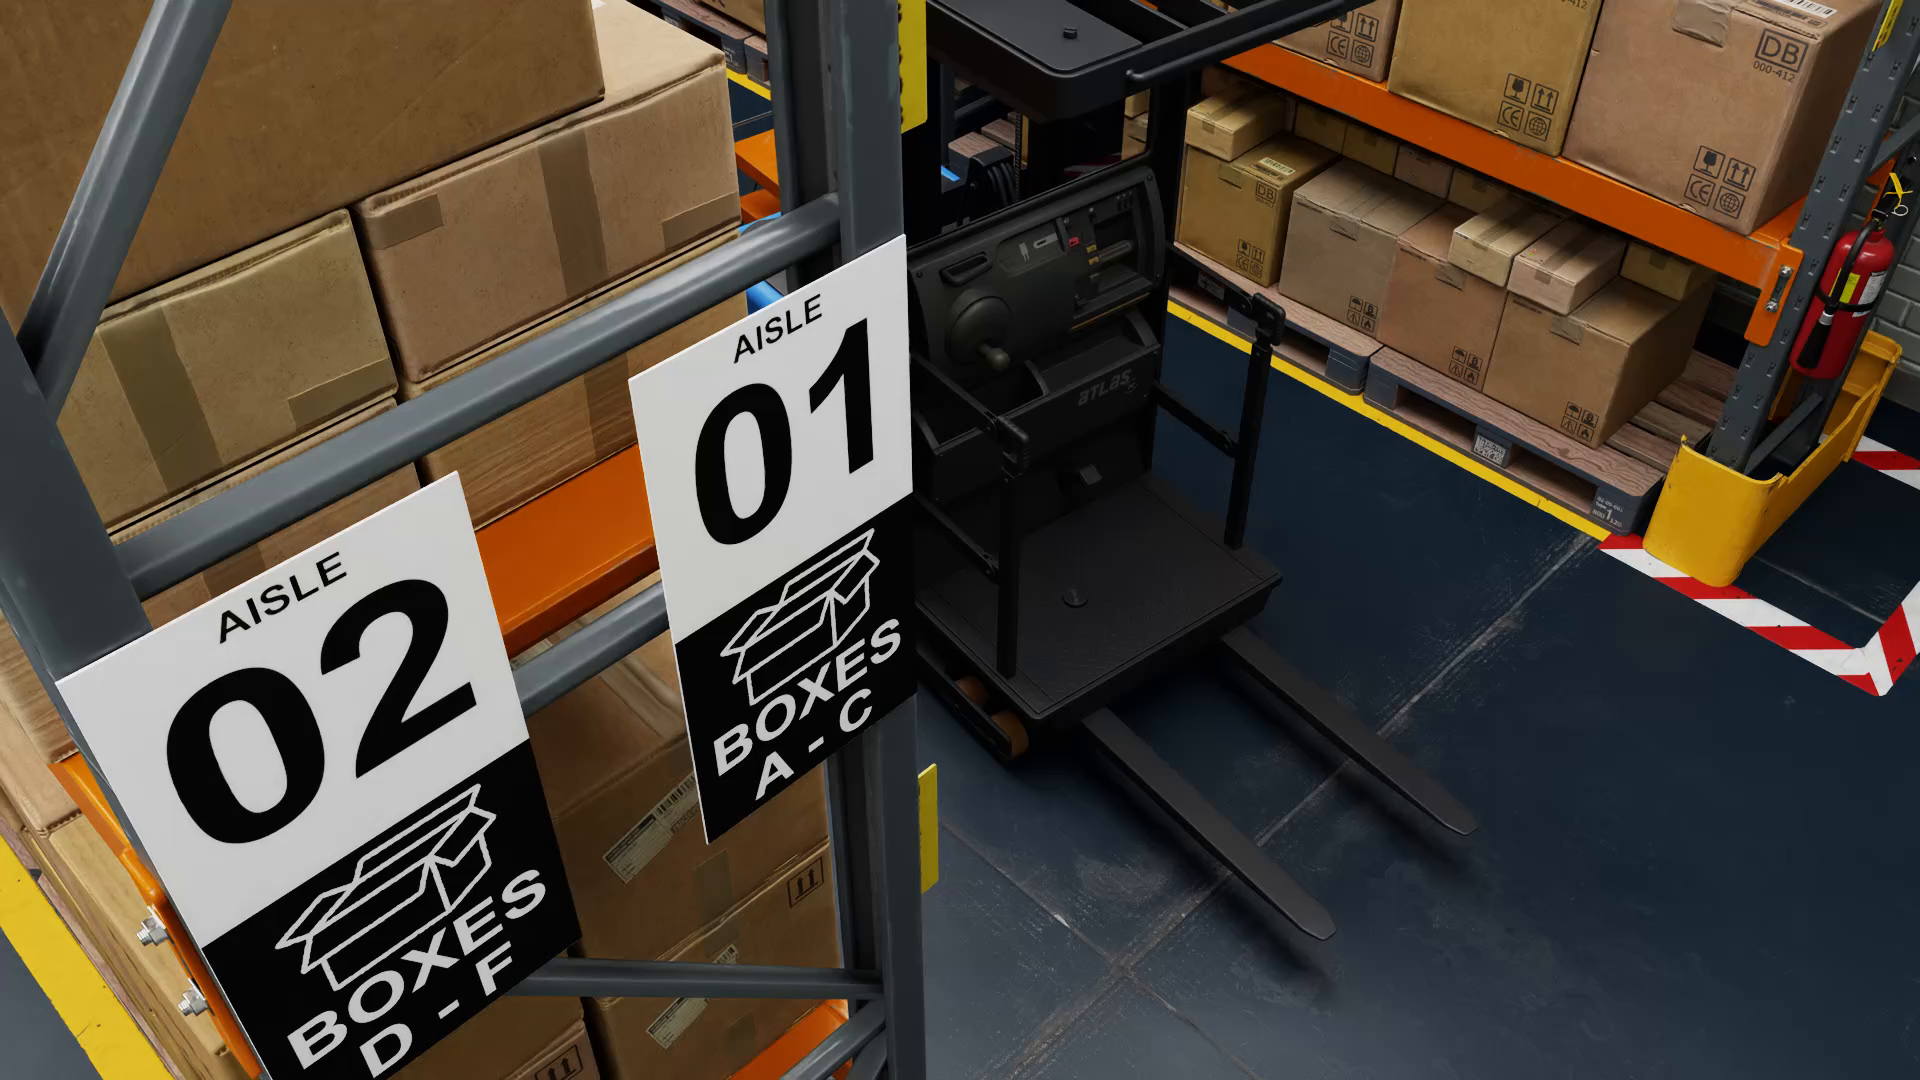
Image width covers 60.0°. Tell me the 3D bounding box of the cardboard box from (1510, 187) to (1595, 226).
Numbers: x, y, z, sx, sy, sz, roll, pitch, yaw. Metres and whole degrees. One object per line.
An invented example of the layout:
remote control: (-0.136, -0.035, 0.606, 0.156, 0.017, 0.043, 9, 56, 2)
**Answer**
cardboard box: (2.351, -1.325, 6.528, 0.380, 0.149, 0.250, -34, 52, -31)

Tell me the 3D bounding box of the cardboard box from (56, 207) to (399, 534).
cardboard box: (-1.003, -0.263, 1.856, 0.500, 0.250, 0.500, -34, 53, -31)

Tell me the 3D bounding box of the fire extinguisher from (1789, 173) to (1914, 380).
fire extinguisher: (2.825, -0.825, 5.264, 0.296, 0.674, 0.183, -34, 53, -31)

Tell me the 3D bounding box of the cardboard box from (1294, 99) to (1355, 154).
cardboard box: (1.635, -1.812, 7.056, 0.250, 0.149, 0.380, 33, 52, 31)

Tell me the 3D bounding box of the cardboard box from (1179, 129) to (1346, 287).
cardboard box: (1.389, -1.543, 7.242, 0.700, 0.500, 0.500, -33, 52, -30)

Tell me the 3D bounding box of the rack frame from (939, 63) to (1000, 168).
rack frame: (0.220, -3.206, 7.509, 1.000, 3.000, 0.127, -34, 53, -31)

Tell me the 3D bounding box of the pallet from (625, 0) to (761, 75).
pallet: (-1.244, -3.102, 9.452, 1.003, 0.211, 1.213, -34, 53, -31)

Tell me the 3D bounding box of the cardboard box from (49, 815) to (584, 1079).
cardboard box: (-0.969, 0.606, 2.573, 0.500, 0.500, 0.500, 34, 52, 31)

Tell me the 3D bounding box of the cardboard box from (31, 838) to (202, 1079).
cardboard box: (-1.337, 0.723, 3.183, 0.500, 0.500, 0.500, -34, 52, -31)

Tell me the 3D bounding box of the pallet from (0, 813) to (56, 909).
pallet: (-2.800, 0.525, 5.527, 1.003, 0.211, 1.213, -34, 53, -31)

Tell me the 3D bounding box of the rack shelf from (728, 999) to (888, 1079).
rack shelf: (-1.872, 0.396, 4.142, 1.077, 0.370, 4.000, -34, 53, -31)

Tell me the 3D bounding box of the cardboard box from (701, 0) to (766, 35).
cardboard box: (-0.961, -3.246, 8.827, 0.750, 0.750, 0.750, -32, 52, -30)

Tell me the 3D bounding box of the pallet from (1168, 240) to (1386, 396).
pallet: (1.568, -1.192, 7.385, 1.003, 0.211, 1.213, -34, 53, -31)

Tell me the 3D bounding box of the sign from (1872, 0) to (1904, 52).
sign: (2.651, -1.543, 4.681, 0.100, 0.325, 0.005, -34, 53, -31)

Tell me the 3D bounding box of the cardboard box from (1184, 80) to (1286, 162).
cardboard box: (1.157, -1.769, 7.009, 0.250, 0.149, 0.380, 33, 52, 30)

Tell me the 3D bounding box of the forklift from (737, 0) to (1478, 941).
forklift: (0.379, -0.736, 4.887, 1.130, 2.935, 3.031, -27, 49, -26)

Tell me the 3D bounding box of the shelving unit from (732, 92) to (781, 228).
shelving unit: (-0.651, -1.088, 6.543, 0.258, 1.200, 0.503, -27, 49, -26)

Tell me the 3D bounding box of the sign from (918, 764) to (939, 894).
sign: (-0.076, 0.514, 2.845, 0.100, 0.325, 0.005, -34, 53, -31)

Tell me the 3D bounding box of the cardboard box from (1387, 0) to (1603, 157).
cardboard box: (2.156, -1.978, 5.960, 0.700, 0.700, 0.980, 34, 52, 31)

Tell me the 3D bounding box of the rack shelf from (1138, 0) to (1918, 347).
rack shelf: (1.633, -1.980, 6.713, 1.077, 0.370, 4.000, -34, 53, -31)

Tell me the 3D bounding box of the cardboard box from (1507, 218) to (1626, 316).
cardboard box: (2.260, -1.021, 6.199, 0.250, 0.149, 0.380, 34, 52, 31)

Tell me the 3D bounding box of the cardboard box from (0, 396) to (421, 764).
cardboard box: (-1.009, -0.075, 2.021, 0.500, 0.250, 0.500, -34, 53, -31)

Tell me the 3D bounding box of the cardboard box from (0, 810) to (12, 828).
cardboard box: (-2.042, 0.239, 3.708, 0.500, 0.500, 0.500, 33, 52, 31)

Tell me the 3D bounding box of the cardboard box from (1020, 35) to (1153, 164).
cardboard box: (0.676, -2.033, 7.773, 0.700, 0.500, 0.500, -33, 52, -31)

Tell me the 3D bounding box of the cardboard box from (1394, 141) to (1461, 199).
cardboard box: (1.995, -1.568, 6.791, 0.380, 0.149, 0.250, -33, 52, -31)

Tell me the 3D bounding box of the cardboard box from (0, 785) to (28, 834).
cardboard box: (-1.695, 0.117, 3.103, 0.500, 0.500, 0.500, -33, 52, -30)

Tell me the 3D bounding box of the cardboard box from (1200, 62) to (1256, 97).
cardboard box: (1.274, -2.058, 7.321, 0.250, 0.149, 0.380, 33, 52, 30)

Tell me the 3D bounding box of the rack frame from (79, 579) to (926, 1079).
rack frame: (-0.460, 1.092, 2.858, 1.000, 3.000, 0.127, -34, 53, -31)

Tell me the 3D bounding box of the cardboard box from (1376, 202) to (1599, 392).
cardboard box: (2.126, -1.049, 6.707, 0.500, 0.500, 0.700, 34, 53, 31)

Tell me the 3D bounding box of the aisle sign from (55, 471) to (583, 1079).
aisle sign: (-0.628, 0.317, 1.781, 0.394, 0.787, 0.004, -34, 53, -31)

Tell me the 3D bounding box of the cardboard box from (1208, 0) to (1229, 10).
cardboard box: (1.103, -2.694, 6.734, 0.700, 0.700, 0.980, 33, 52, 30)

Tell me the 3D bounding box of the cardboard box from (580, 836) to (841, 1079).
cardboard box: (-0.586, 0.716, 3.191, 0.500, 0.500, 0.500, -33, 52, -30)

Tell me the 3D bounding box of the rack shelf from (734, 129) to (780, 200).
rack shelf: (-0.651, -1.377, 6.277, 0.258, 0.148, 0.480, -27, 49, -26)
